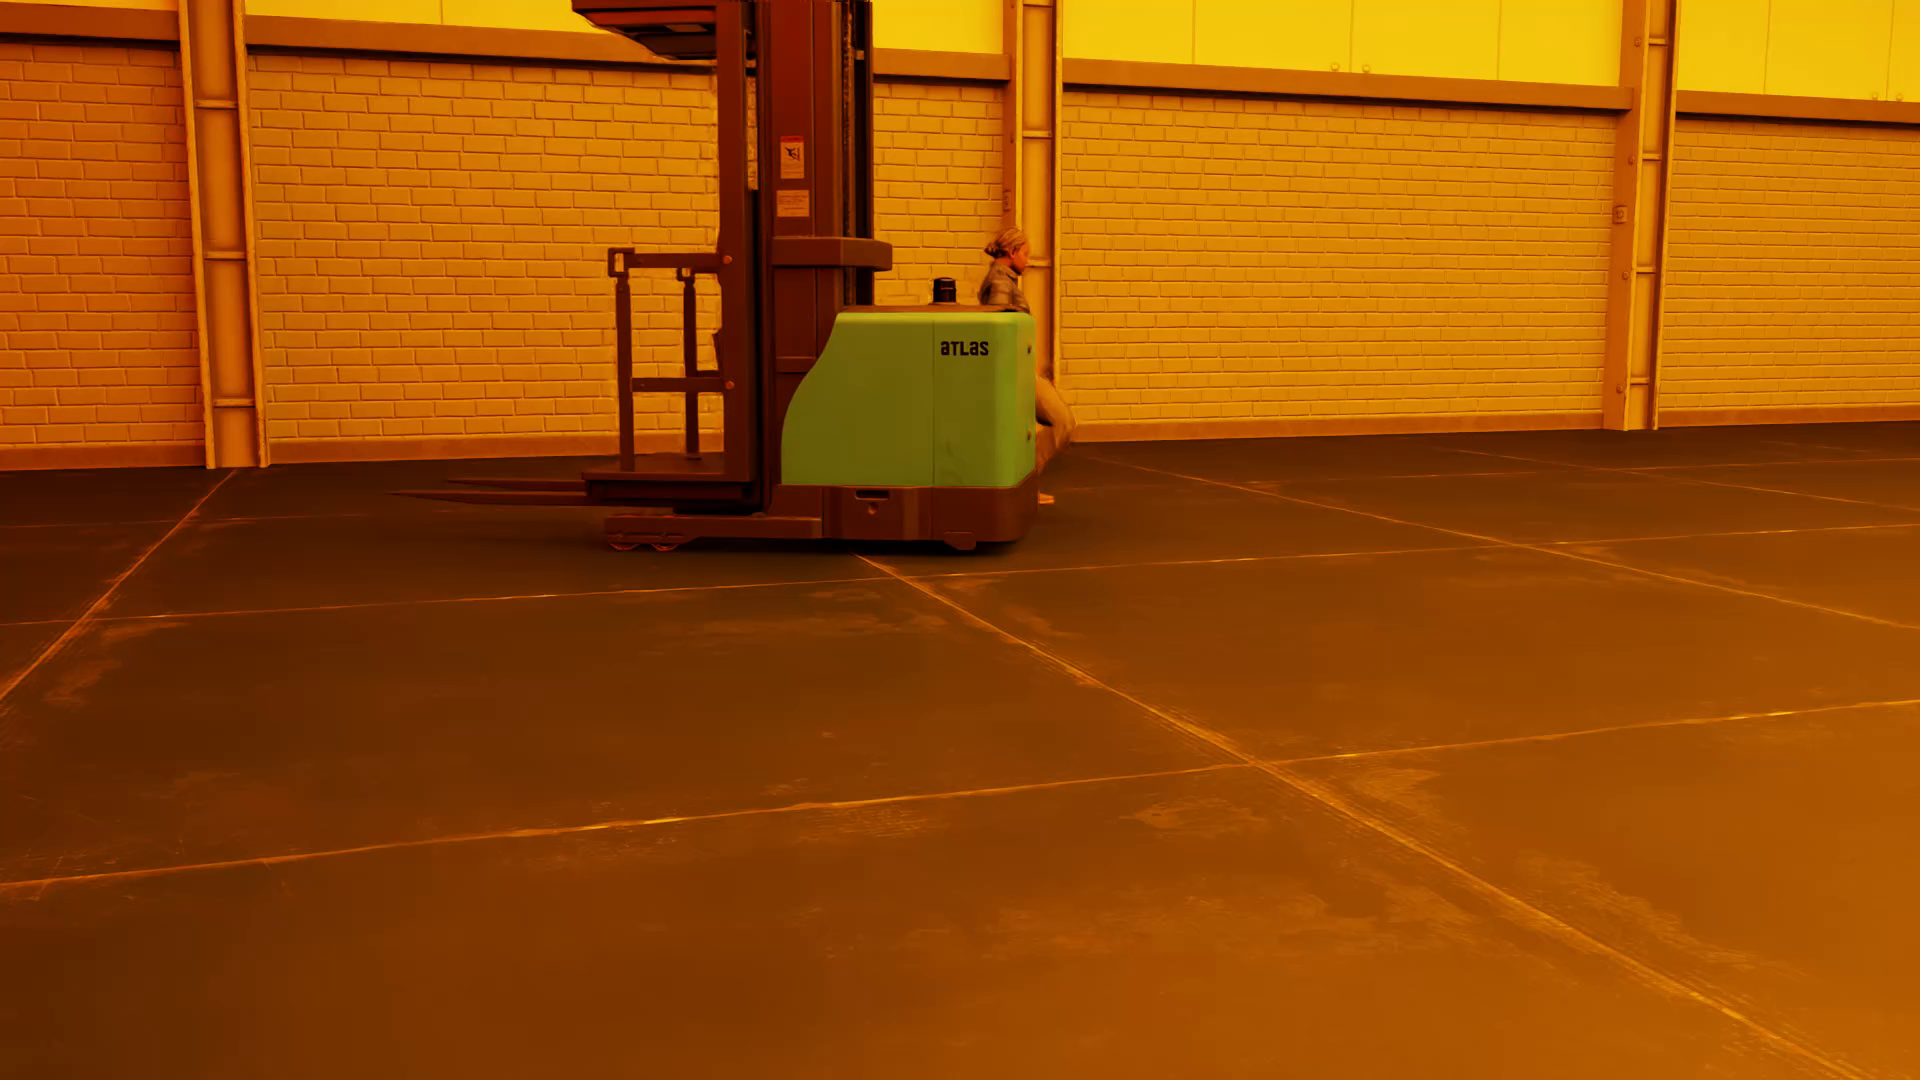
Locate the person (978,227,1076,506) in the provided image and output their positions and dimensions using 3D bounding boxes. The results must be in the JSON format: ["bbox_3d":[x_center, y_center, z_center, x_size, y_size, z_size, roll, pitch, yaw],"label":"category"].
[{"bbox_3d":[0.283,-0.886,8.913,0.615,1.540,0.865,0,8,-2],"label":"person"}]

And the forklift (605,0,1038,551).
[{"bbox_3d":[-1.177,-1.470,7.853,3.031,2.935,1.130,1,8,8],"label":"forklift"}]
